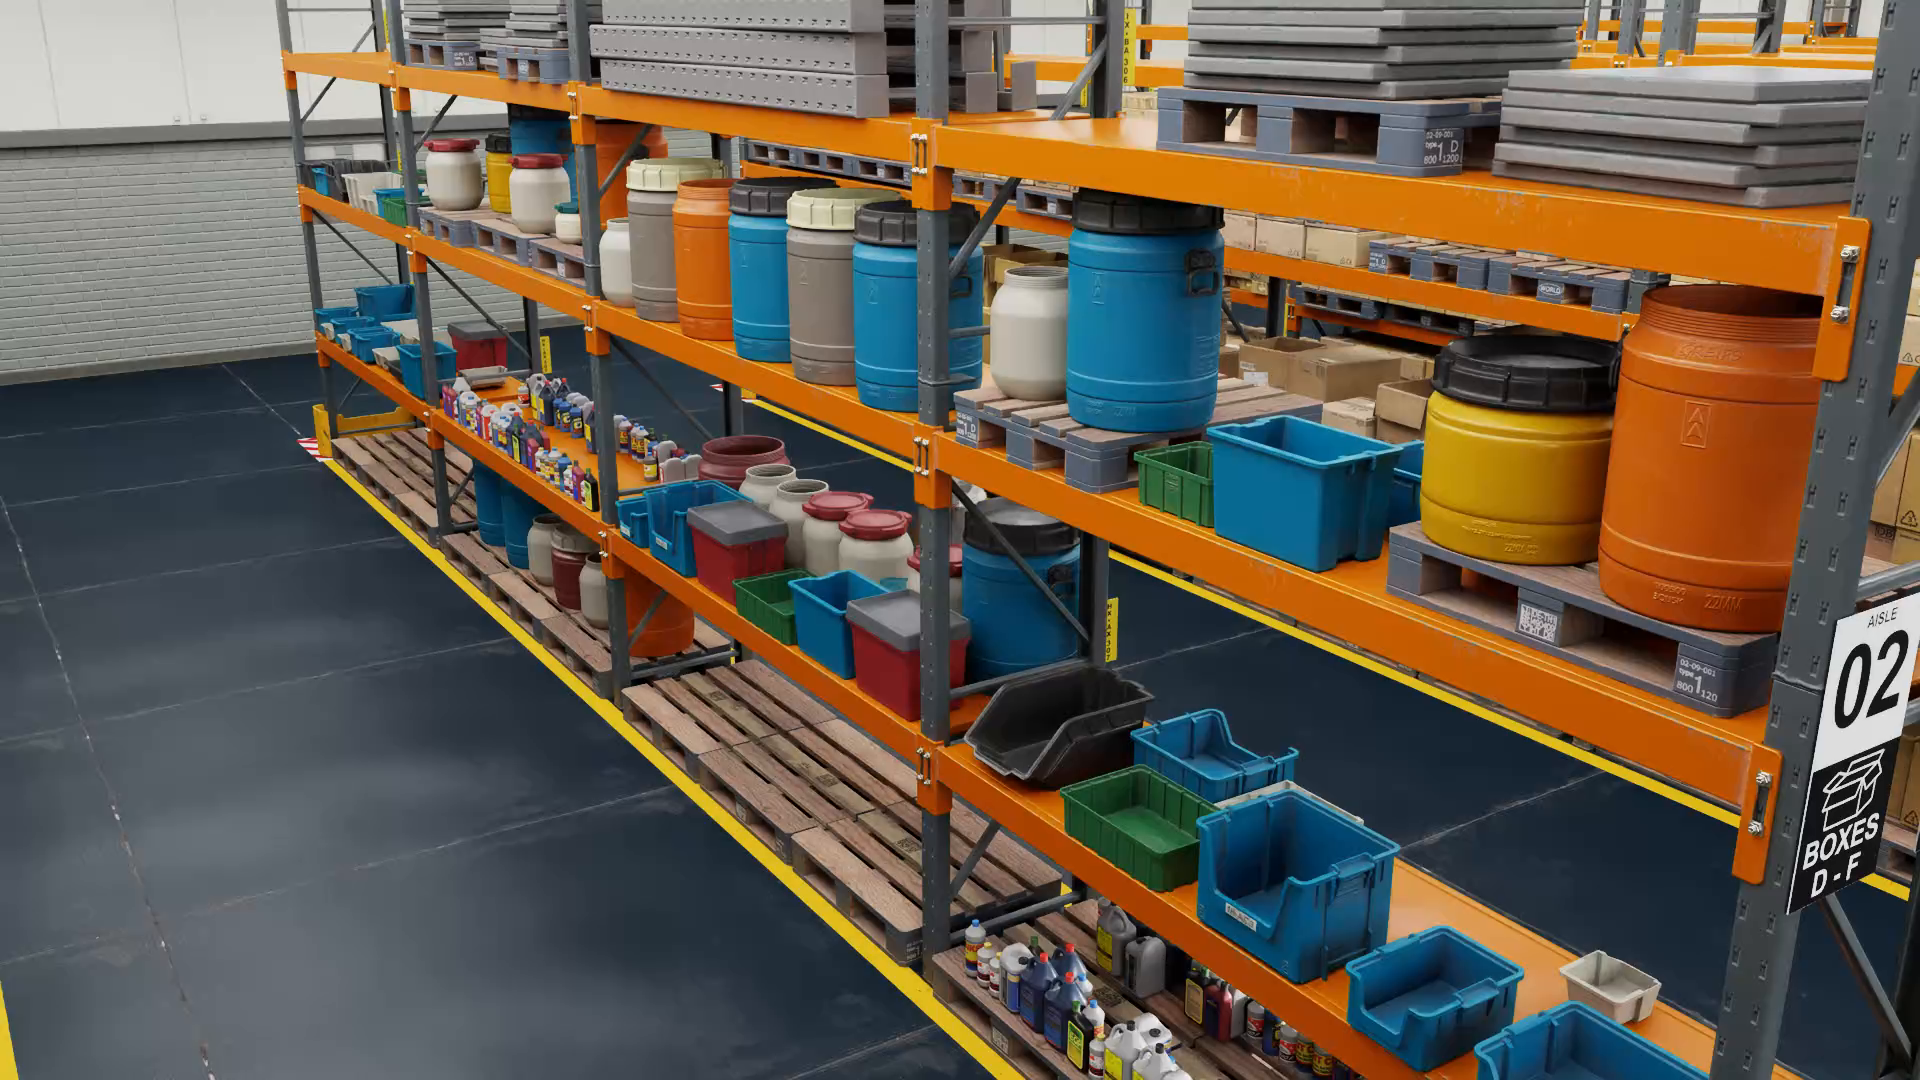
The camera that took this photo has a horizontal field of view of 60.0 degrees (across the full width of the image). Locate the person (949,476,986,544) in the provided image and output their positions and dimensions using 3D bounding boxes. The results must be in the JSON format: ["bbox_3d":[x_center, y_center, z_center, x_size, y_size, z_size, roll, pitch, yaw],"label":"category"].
[{"bbox_3d":[-0.066,-0.287,12.842,0.452,1.777,0.581,-8,20,-24],"label":"person"}]
